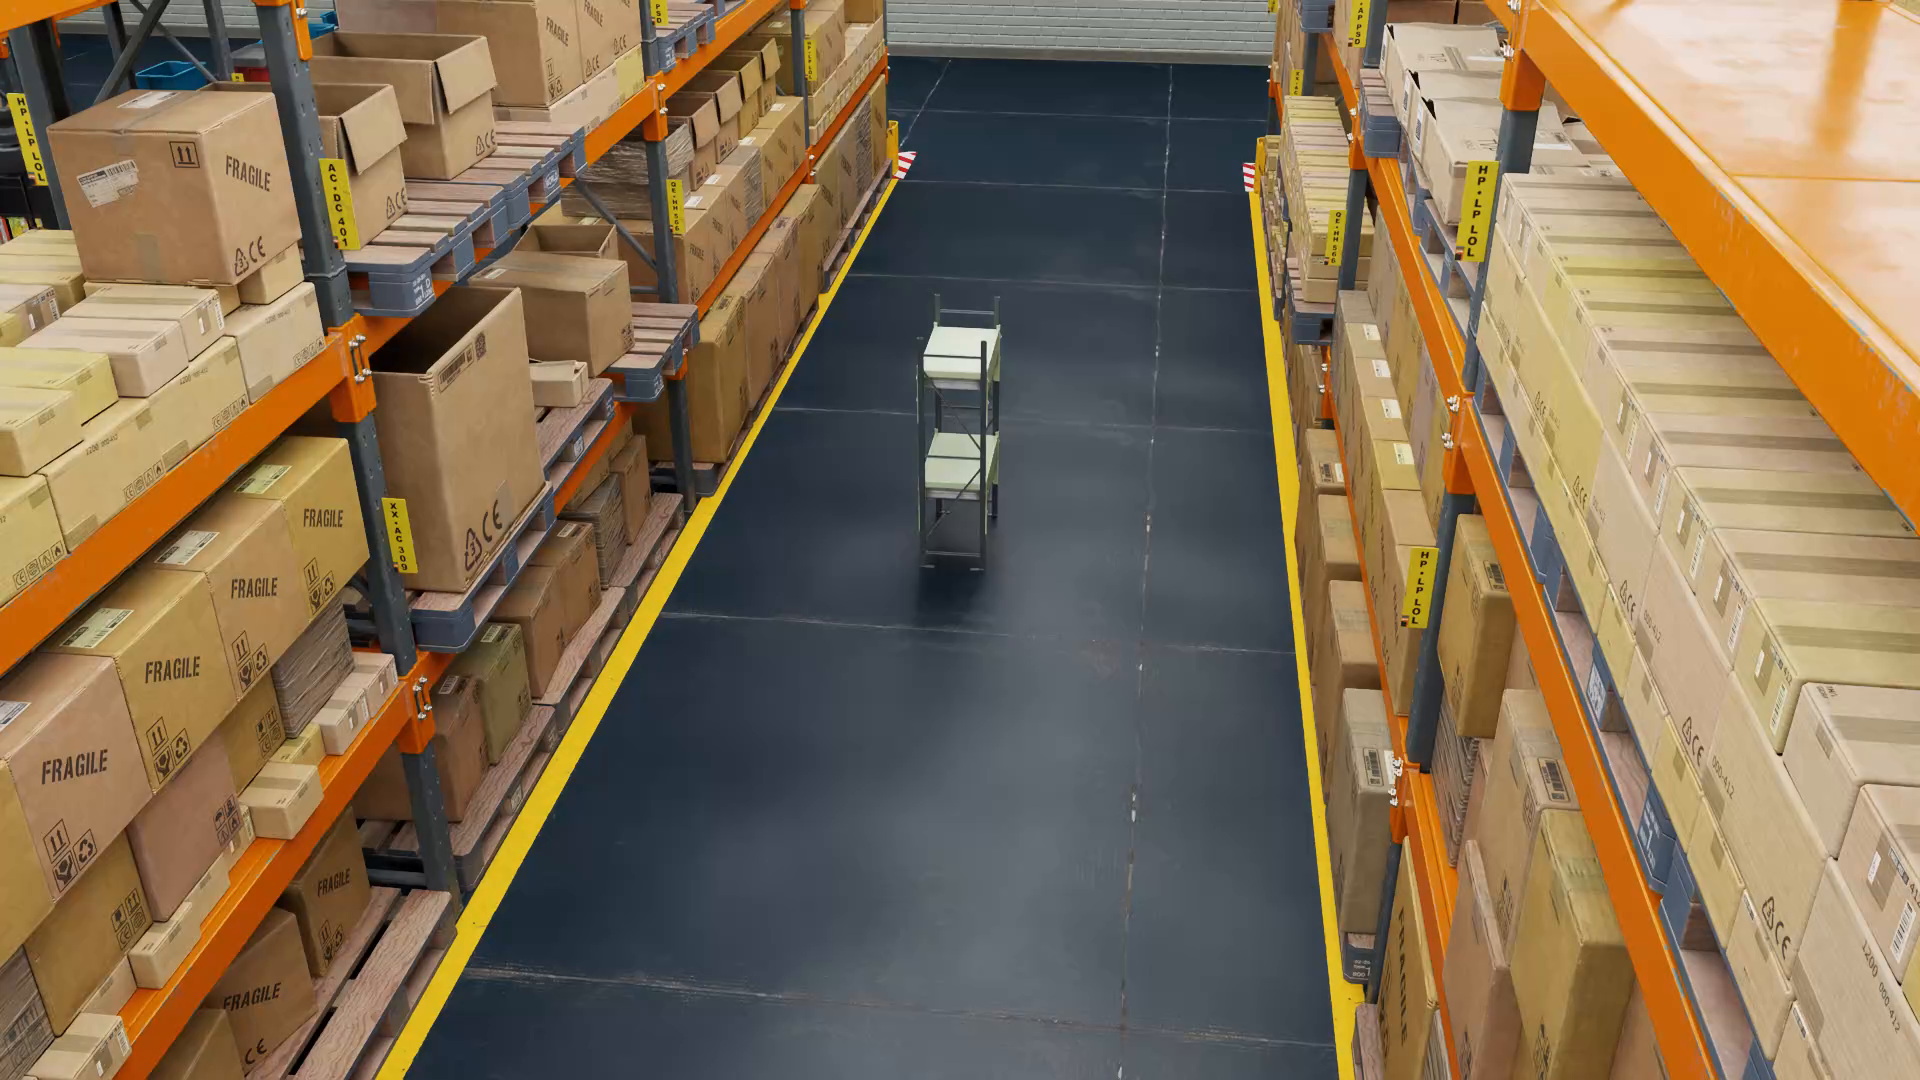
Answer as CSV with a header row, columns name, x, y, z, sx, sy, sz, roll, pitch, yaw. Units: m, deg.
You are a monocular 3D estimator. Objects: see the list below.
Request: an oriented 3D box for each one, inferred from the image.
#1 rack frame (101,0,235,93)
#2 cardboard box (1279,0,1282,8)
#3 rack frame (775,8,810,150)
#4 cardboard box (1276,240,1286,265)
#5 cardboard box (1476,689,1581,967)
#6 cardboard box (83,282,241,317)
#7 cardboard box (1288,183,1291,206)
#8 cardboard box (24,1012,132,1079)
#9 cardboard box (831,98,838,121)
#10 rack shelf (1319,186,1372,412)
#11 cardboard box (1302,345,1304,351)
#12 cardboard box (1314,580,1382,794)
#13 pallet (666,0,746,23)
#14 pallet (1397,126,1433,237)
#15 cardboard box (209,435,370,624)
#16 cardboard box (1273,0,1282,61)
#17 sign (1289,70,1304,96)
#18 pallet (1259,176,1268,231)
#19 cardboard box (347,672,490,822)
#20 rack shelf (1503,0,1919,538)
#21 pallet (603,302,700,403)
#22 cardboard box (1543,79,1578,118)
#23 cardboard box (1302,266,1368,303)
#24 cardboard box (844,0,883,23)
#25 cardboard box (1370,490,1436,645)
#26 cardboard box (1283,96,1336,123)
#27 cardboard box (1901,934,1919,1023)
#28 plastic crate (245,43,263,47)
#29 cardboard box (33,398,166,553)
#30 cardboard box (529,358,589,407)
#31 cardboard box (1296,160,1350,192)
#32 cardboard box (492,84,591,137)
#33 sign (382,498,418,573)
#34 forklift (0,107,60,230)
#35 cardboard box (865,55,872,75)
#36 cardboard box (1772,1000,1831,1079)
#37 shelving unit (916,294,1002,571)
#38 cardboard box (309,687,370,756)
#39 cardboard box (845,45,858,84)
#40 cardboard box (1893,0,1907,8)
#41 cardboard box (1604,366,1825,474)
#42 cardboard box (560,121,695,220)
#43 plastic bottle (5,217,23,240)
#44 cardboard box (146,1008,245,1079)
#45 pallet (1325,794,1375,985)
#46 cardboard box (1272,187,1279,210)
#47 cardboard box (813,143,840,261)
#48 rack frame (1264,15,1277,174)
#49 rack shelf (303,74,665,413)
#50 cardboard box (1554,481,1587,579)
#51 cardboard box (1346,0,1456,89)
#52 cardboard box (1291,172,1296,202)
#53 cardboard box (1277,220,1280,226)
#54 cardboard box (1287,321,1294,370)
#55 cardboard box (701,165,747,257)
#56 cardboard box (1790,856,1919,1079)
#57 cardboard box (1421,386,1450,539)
name,x,y,z,sx,sy,sz,roll,pitch,yaw
rack frame,-6.666,-3.716,14.277,1.000,3.000,0.127,3,28,6
cardboard box,3.331,-5.394,15.919,0.500,0.500,0.500,3,28,6
rack frame,-1.751,-3.428,13.743,1.000,3.000,0.127,3,28,6
cardboard box,2.903,-2.448,14.173,0.380,0.149,0.250,2,28,4
cardboard box,1.945,0.816,4.569,0.875,0.550,0.550,3,28,6
cardboard box,-2.607,-0.802,5.444,0.380,0.149,0.250,4,29,7
cardboard box,2.500,-2.393,11.643,0.380,0.149,0.250,3,28,5
cardboard box,-2.669,1.510,4.841,0.380,0.149,0.250,3,28,6
cardboard box,-1.290,-3.809,14.715,0.380,0.149,0.250,3,28,5
rack shelf,2.915,-1.834,11.543,1.077,0.370,4.000,3,28,6
cardboard box,2.622,-1.438,11.450,0.500,0.250,0.500,4,29,7
cardboard box,2.288,0.728,7.958,1.050,0.750,0.750,3,28,6
pallet,-2.080,-3.615,11.127,1.003,0.211,1.213,5,29,9
pallet,2.509,-1.614,7.412,1.003,0.211,1.213,5,29,9
cardboard box,-2.513,-0.050,5.999,0.500,0.500,0.500,3,28,6
cardboard box,3.321,-4.955,16.158,0.500,0.500,0.500,5,29,9
sign,2.620,-3.501,12.966,0.100,0.325,0.005,3,28,6
pallet,3.506,-3.331,16.503,1.003,0.211,1.213,3,28,6
cardboard box,-2.634,0.957,7.775,0.700,0.500,0.500,1,28,2
rack shelf,1.934,-0.533,3.225,1.077,0.370,4.000,3,28,6
pallet,-2.222,-1.119,9.659,1.213,0.211,1.003,3,28,6
cardboard box,2.734,-1.968,7.217,0.500,0.500,0.500,3,28,6
cardboard box,2.274,-1.543,10.065,0.380,0.149,0.250,4,29,7
cardboard box,-1.059,-5.461,16.571,0.500,0.500,0.500,4,29,7
cardboard box,2.040,0.130,7.032,0.500,0.500,0.500,3,28,6
cardboard box,2.655,-3.270,12.644,0.380,0.149,0.250,5,29,9
cardboard box,1.394,0.588,2.001,0.380,0.149,0.250,4,29,7
plastic crate,-6.731,-4.693,16.205,0.416,0.233,0.300,3,28,6
cardboard box,-2.659,-0.202,4.749,0.500,0.250,0.500,3,28,6
cardboard box,-2.177,-0.870,8.694,0.396,0.266,0.258,3,28,5
cardboard box,2.435,-2.412,11.051,0.380,0.149,0.250,5,29,9
cardboard box,-2.167,-2.091,8.257,0.500,0.250,0.500,4,29,8
sign,-2.191,-0.016,6.496,0.100,0.325,0.005,3,28,6
forklift,-4.975,-1.164,9.612,1.130,2.935,3.031,2,28,4
cardboard box,-1.071,-4.655,16.285,0.380,0.149,0.250,4,29,7
cardboard box,1.425,0.823,2.407,0.380,0.149,0.250,4,29,7
shelving unit,-0.001,-0.657,10.181,0.431,1.500,0.755,3,28,6
cardboard box,-2.506,0.684,6.375,0.380,0.149,0.250,3,28,6
cardboard box,-1.241,-4.409,15.407,0.500,0.250,0.500,3,29,6
cardboard box,8.041,-4.500,13.889,0.380,0.149,0.250,3,28,6
cardboard box,1.611,-0.249,3.554,0.380,0.149,0.250,3,28,6
cardboard box,-2.135,-2.374,10.623,0.797,0.503,0.637,4,29,8
plastic bottle,-6.664,-2.245,11.669,0.061,0.283,0.133,3,28,6
cardboard box,-2.880,2.006,5.849,0.500,0.500,0.500,1,28,2
pallet,2.199,1.533,7.473,1.003,0.211,1.213,3,28,6
cardboard box,3.032,-3.085,15.041,0.380,0.149,0.250,2,28,4
cardboard box,-1.590,-2.984,14.715,0.875,0.875,0.875,3,28,6
rack frame,3.650,-4.975,16.614,1.000,3.000,0.127,3,28,6
rack shelf,-2.486,-1.608,7.959,1.077,0.370,4.000,3,28,6
cardboard box,1.643,-0.014,3.960,0.380,0.149,0.250,3,28,6
cardboard box,2.487,-2.858,9.416,0.500,0.500,0.500,3,28,6
cardboard box,2.465,-2.403,11.347,0.380,0.149,0.250,3,28,5
cardboard box,3.095,-2.833,15.200,0.380,0.149,0.250,4,29,7
cardboard box,2.743,-1.595,12.533,0.500,0.500,0.500,5,29,8
cardboard box,-1.791,-2.286,11.518,0.500,0.500,0.500,3,28,5
cardboard box,1.472,0.695,2.223,0.500,0.250,0.500,4,29,7
cardboard box,2.295,-0.287,6.753,0.700,0.500,0.500,3,28,5
